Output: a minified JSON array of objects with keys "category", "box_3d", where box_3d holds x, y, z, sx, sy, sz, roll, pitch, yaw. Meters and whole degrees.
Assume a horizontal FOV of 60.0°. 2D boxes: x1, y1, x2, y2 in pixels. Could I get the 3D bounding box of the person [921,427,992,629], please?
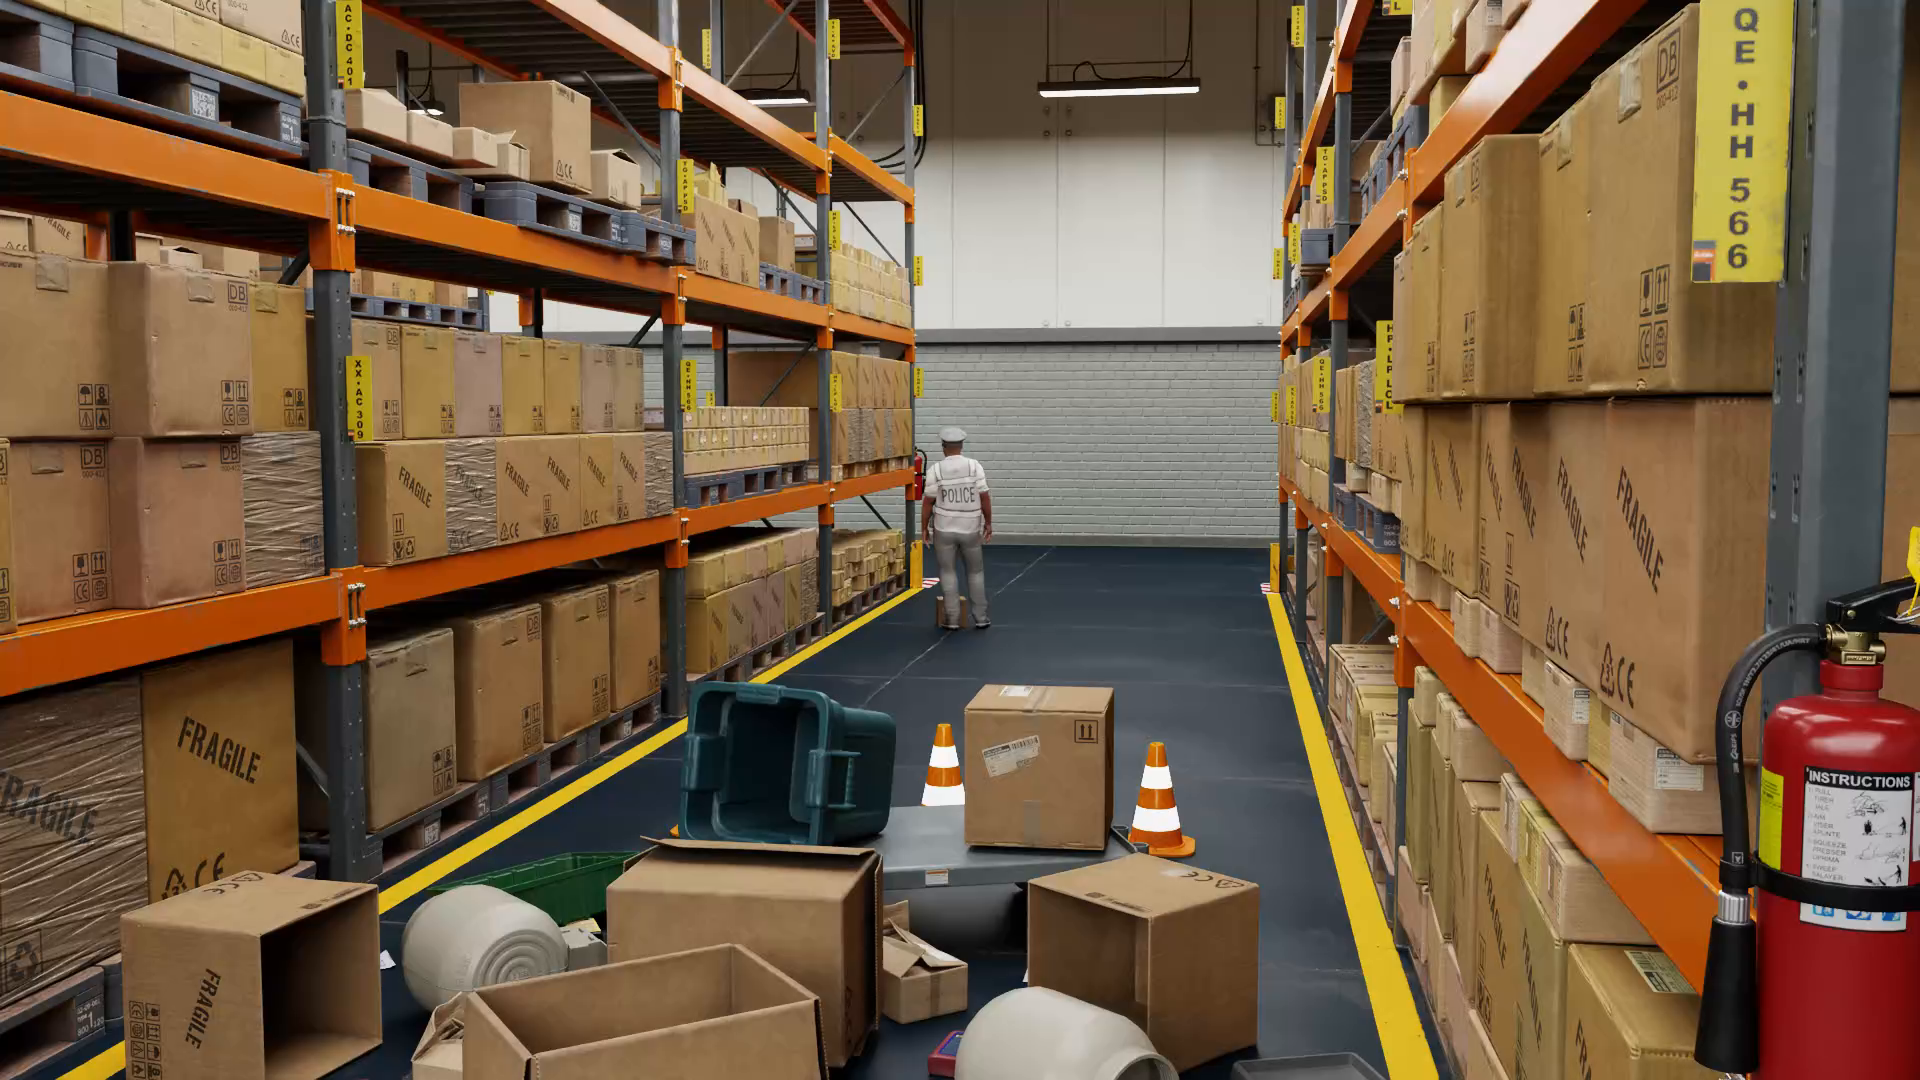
[{"category":"person","box_3d":[-0.030,-0.107,14.677,0.640,1.777,0.574,0,4,-5]}]
